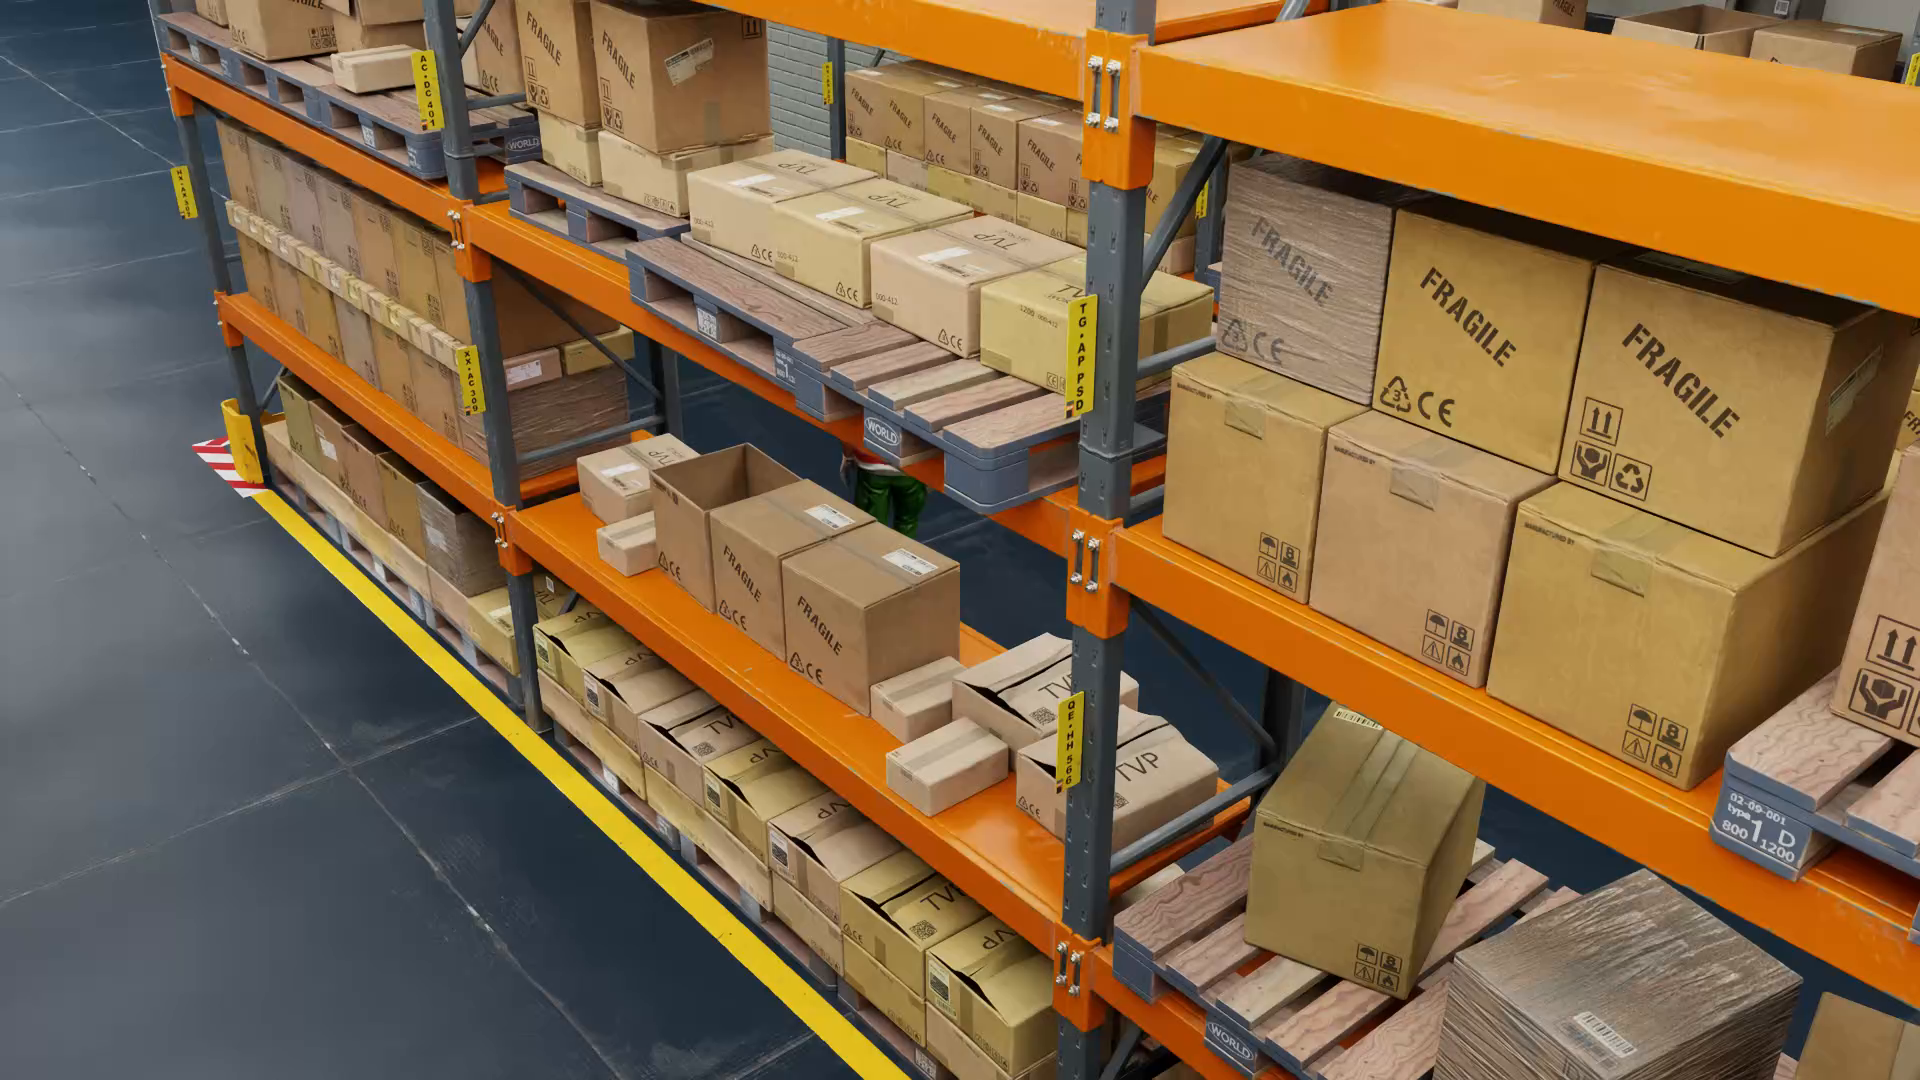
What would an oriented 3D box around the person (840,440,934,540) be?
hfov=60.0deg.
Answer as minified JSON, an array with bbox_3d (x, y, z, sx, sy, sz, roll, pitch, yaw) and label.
[{"bbox_3d":[-0.395,-0.402,9.362,0.567,1.776,0.577,-2,28,-4],"label":"person"}]
